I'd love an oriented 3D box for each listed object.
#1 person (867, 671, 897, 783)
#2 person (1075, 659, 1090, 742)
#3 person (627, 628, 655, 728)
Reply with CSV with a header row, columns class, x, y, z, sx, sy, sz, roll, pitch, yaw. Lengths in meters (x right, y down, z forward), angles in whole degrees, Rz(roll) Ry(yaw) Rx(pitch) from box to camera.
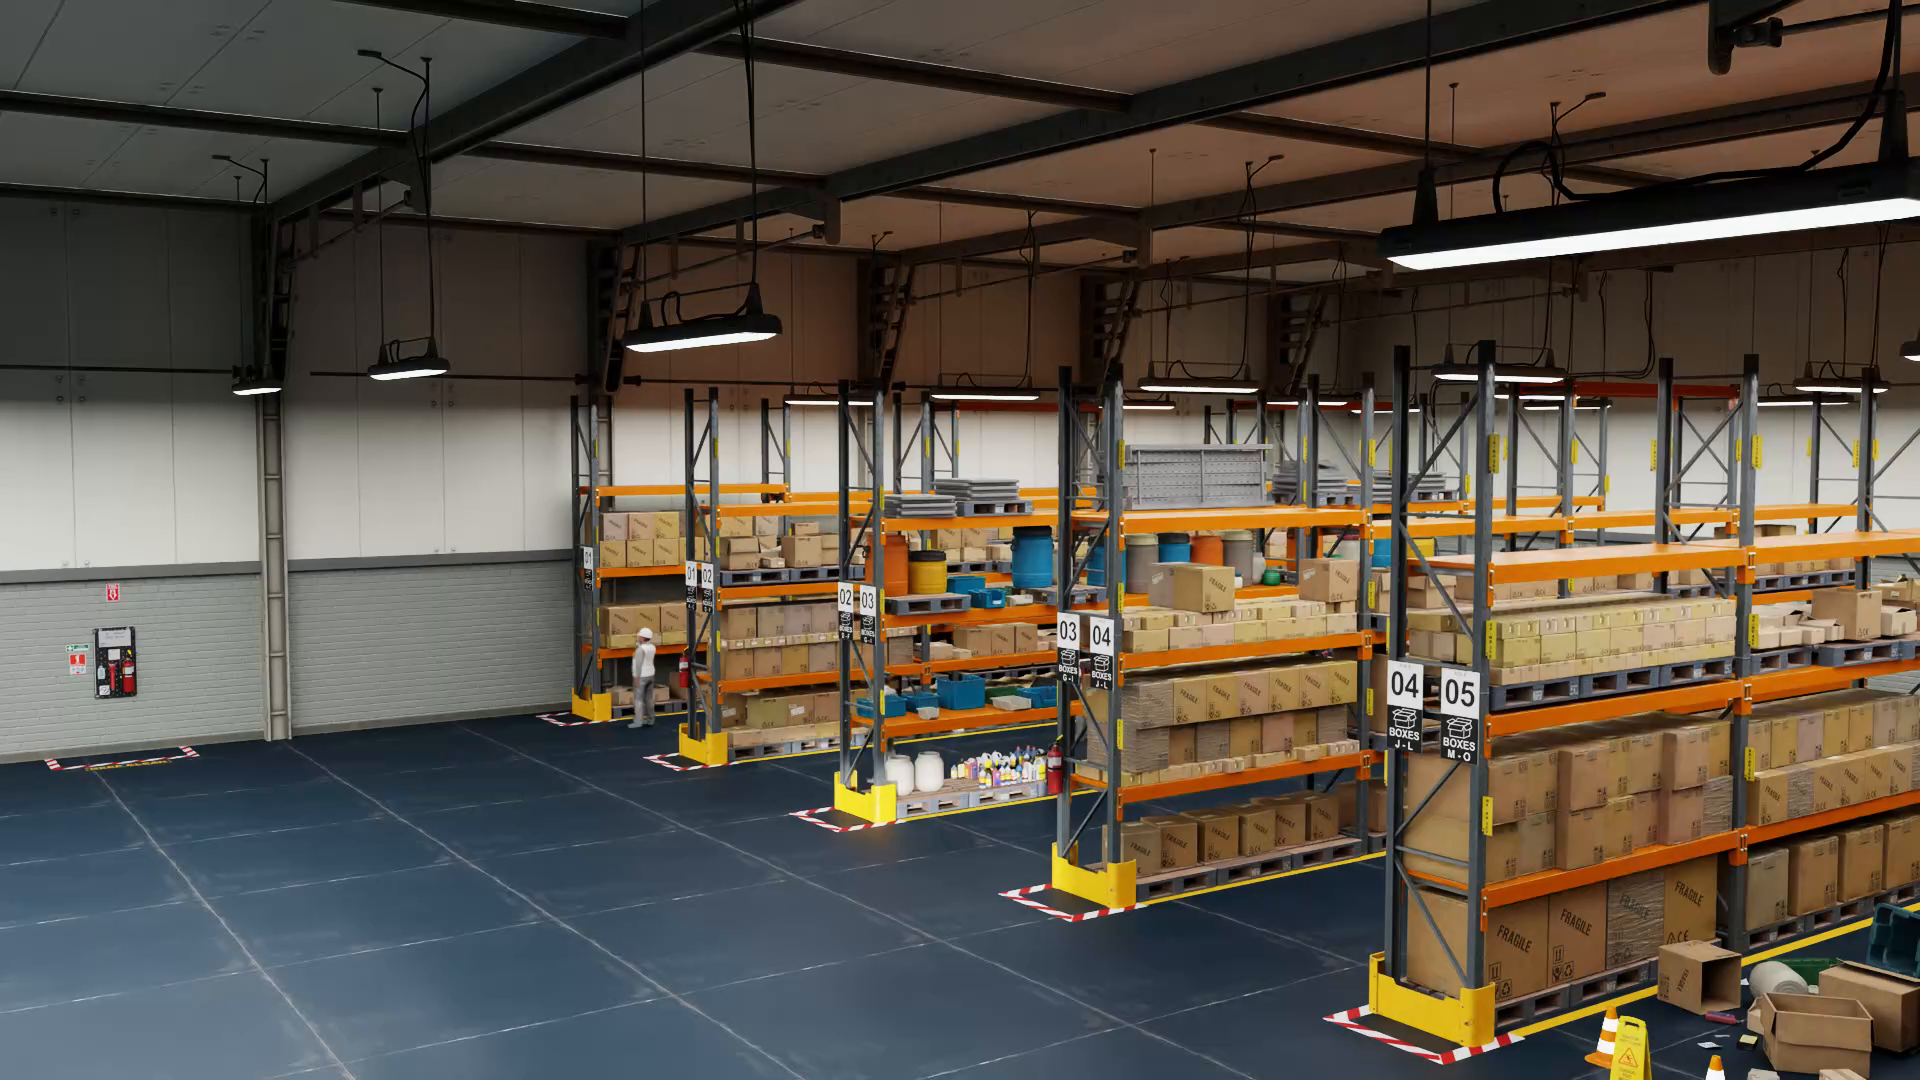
class,x,y,z,sx,sy,sz,roll,pitch,yaw
person,-1.155,2.818,25.155,0.365,1.670,0.551,2,4,30
person,2.071,2.596,28.532,0.382,1.701,0.480,2,4,28
person,-5.745,2.477,30.007,0.419,1.793,0.565,2,4,24
